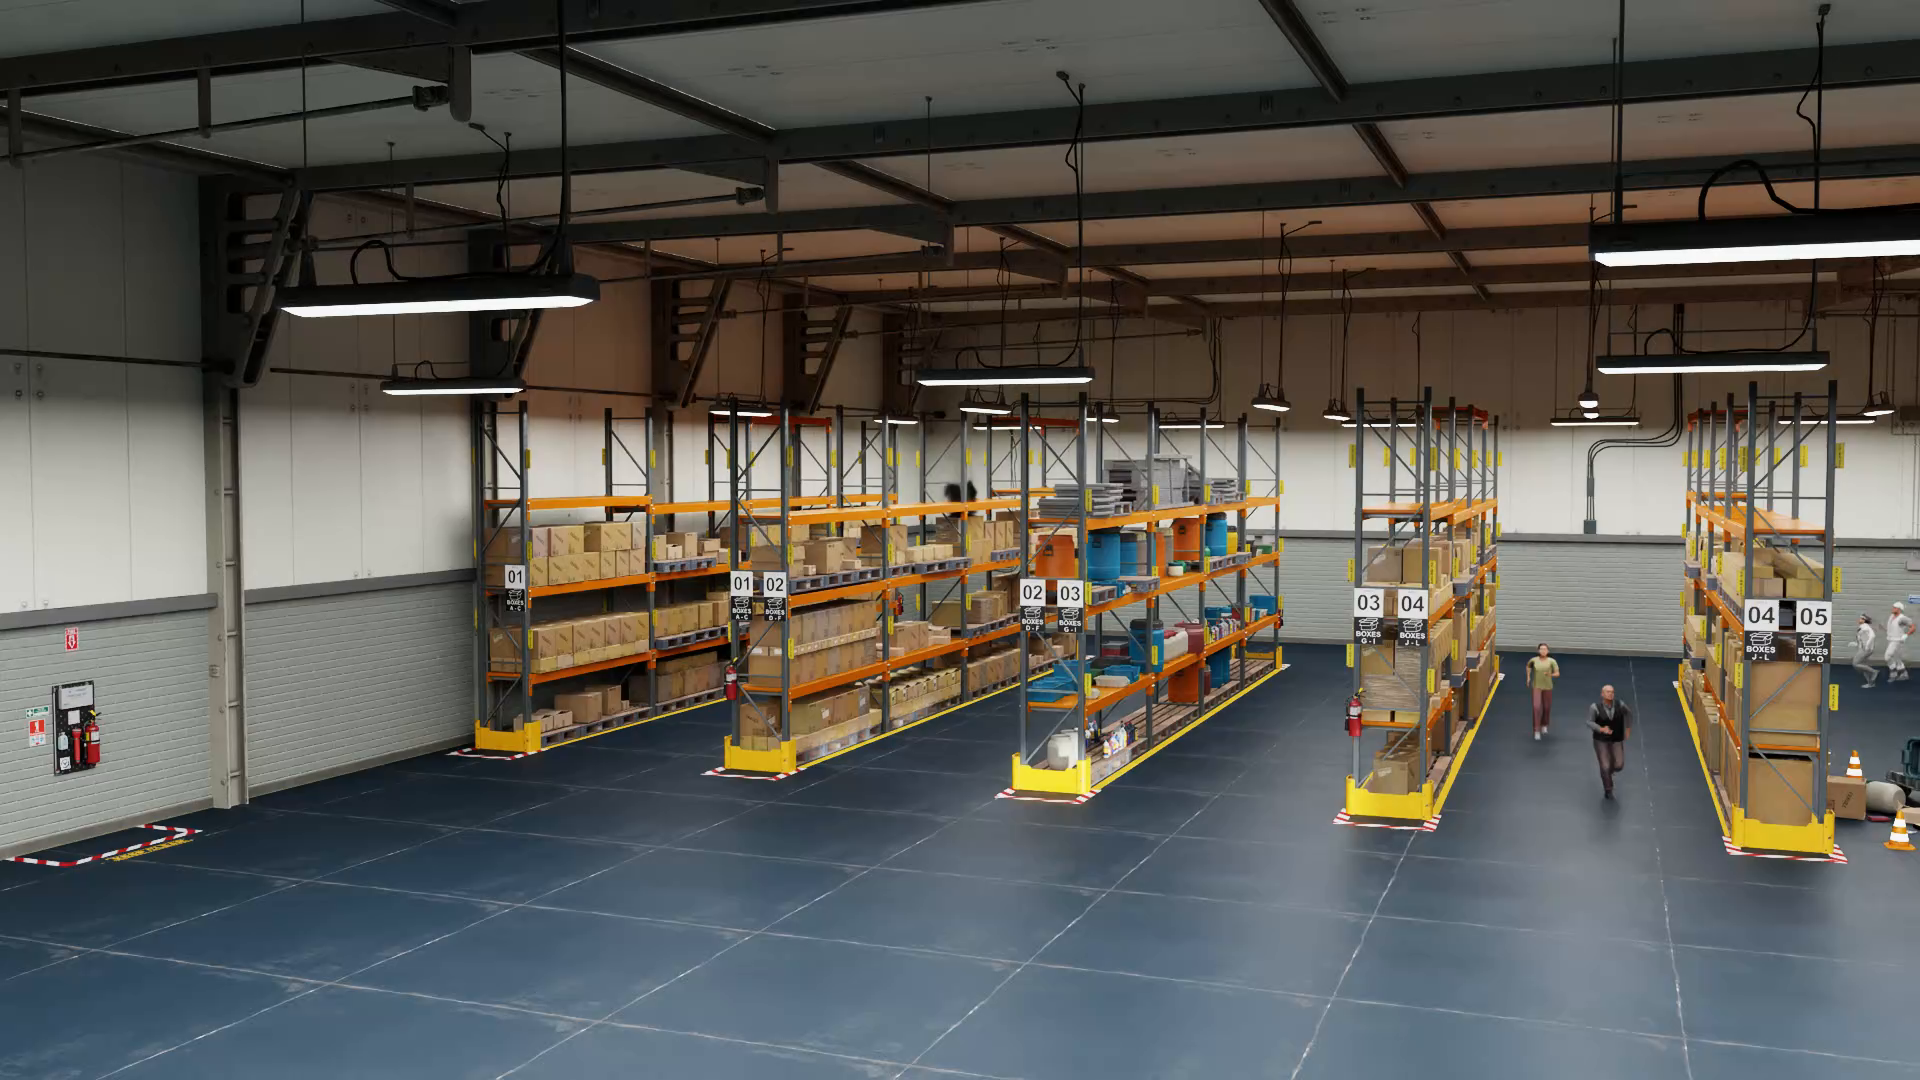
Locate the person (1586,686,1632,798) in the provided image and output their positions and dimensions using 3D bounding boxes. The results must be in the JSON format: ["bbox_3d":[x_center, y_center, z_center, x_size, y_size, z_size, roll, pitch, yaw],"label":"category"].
[{"bbox_3d":[9.605,2.981,24.549,0.698,1.672,0.650,0,3,6],"label":"person"}]

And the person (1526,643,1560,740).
[{"bbox_3d":[10.458,2.685,29.848,0.564,1.682,0.907,1,3,19],"label":"person"}]

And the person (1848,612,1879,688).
[{"bbox_3d":[19.805,2.409,36.448,0.615,1.660,0.619,2,3,31],"label":"person"}]

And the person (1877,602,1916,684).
[{"bbox_3d":[20.866,2.303,37.122,0.705,1.824,0.632,0,3,1],"label":"person"}]
